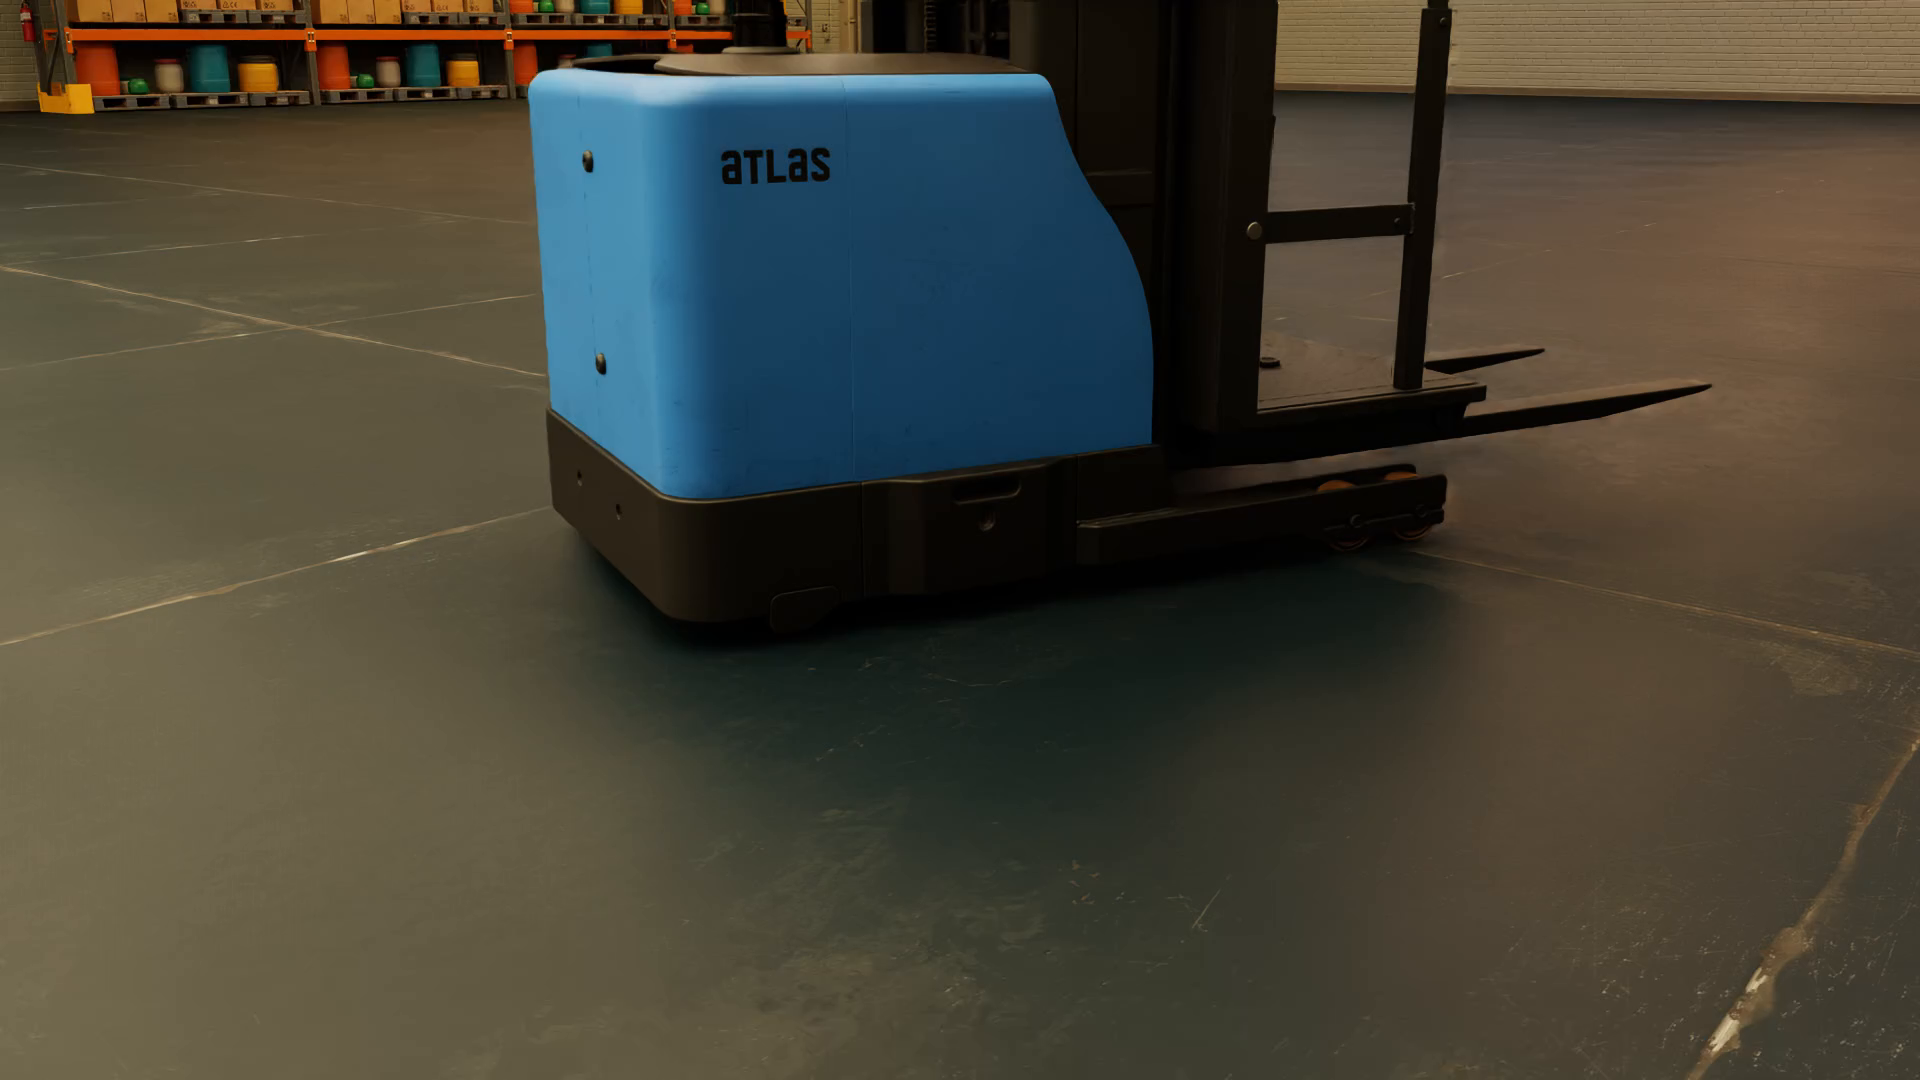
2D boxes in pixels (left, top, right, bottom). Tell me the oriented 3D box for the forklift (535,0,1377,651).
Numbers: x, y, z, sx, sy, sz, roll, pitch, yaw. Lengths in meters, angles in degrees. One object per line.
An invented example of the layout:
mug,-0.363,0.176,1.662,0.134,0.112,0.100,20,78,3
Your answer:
forklift,0.333,-1.576,4.086,1.130,2.935,3.031,10,19,29
